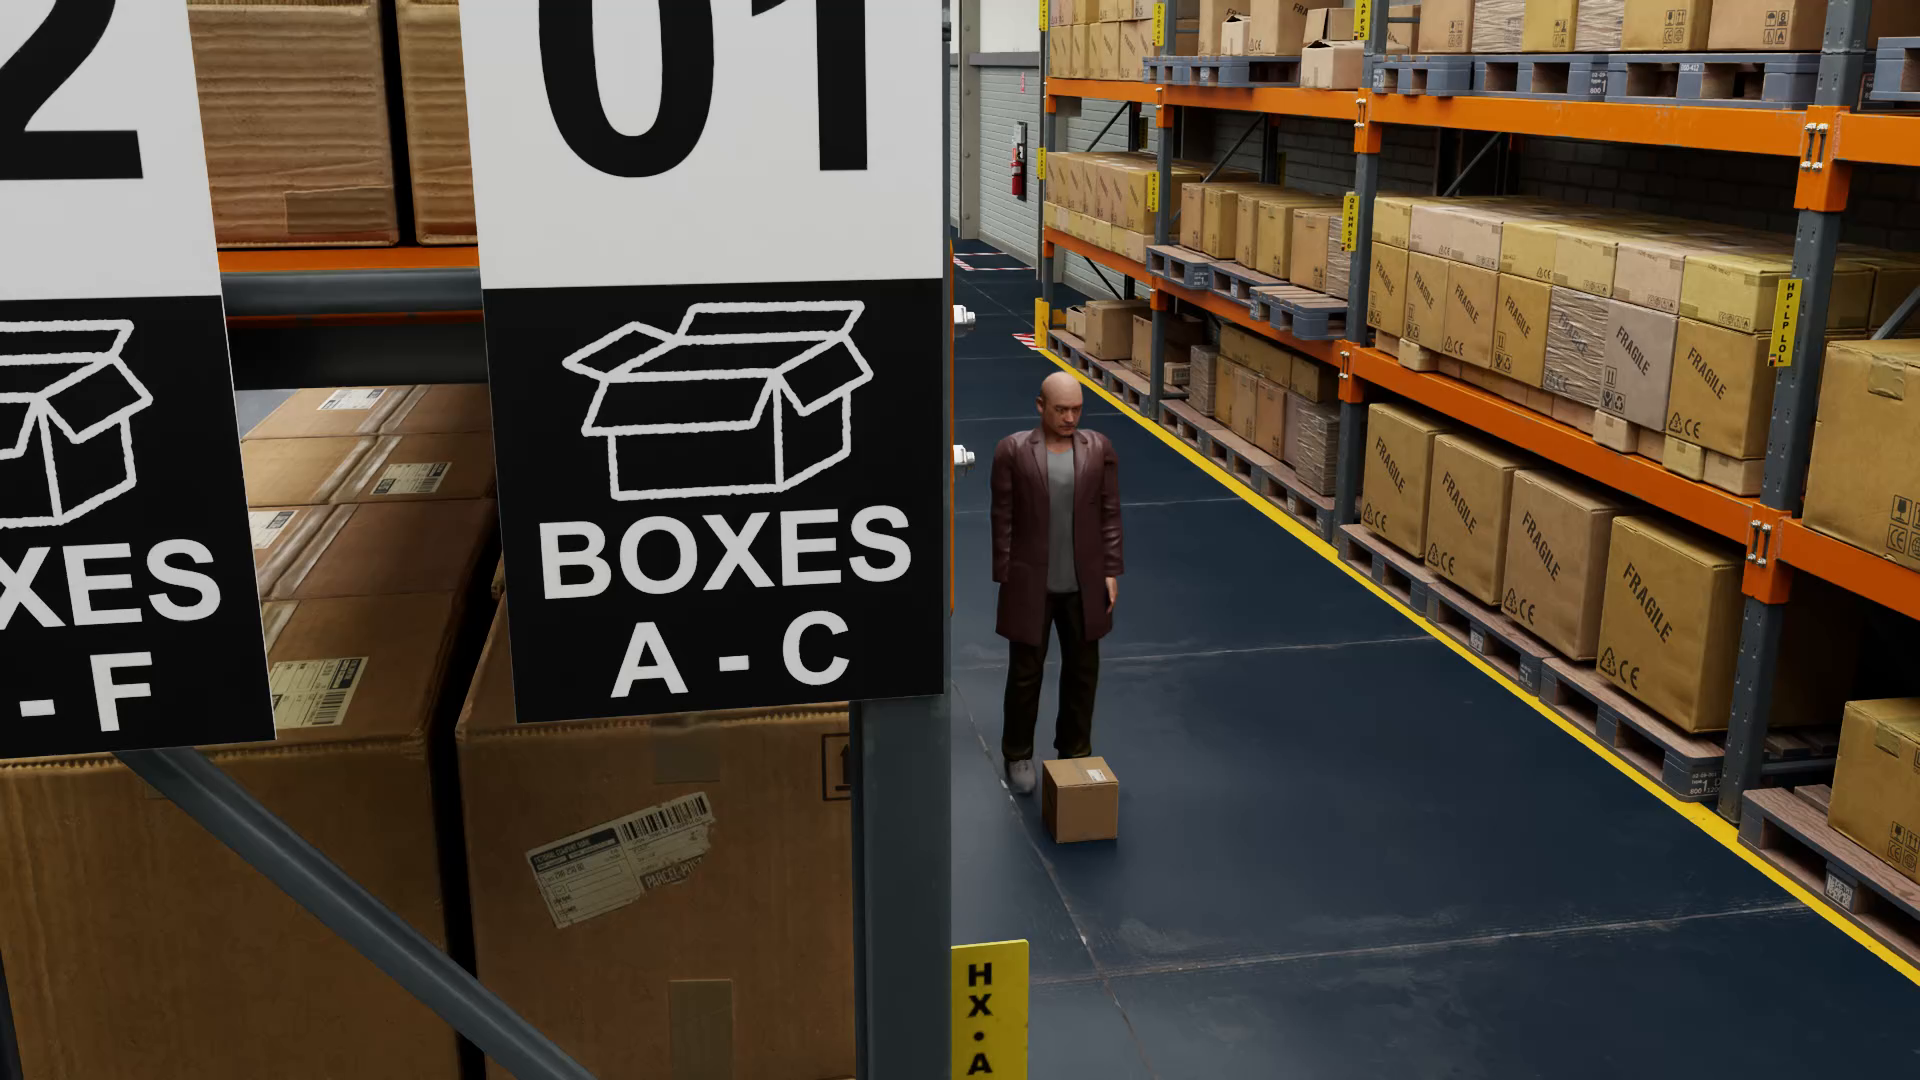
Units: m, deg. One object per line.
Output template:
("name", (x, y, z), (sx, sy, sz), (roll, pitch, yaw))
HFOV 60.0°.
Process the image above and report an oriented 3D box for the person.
("person", (0.415, 0.181, 6.966), (0.564, 1.774, 0.379), (-3, 16, -9))
